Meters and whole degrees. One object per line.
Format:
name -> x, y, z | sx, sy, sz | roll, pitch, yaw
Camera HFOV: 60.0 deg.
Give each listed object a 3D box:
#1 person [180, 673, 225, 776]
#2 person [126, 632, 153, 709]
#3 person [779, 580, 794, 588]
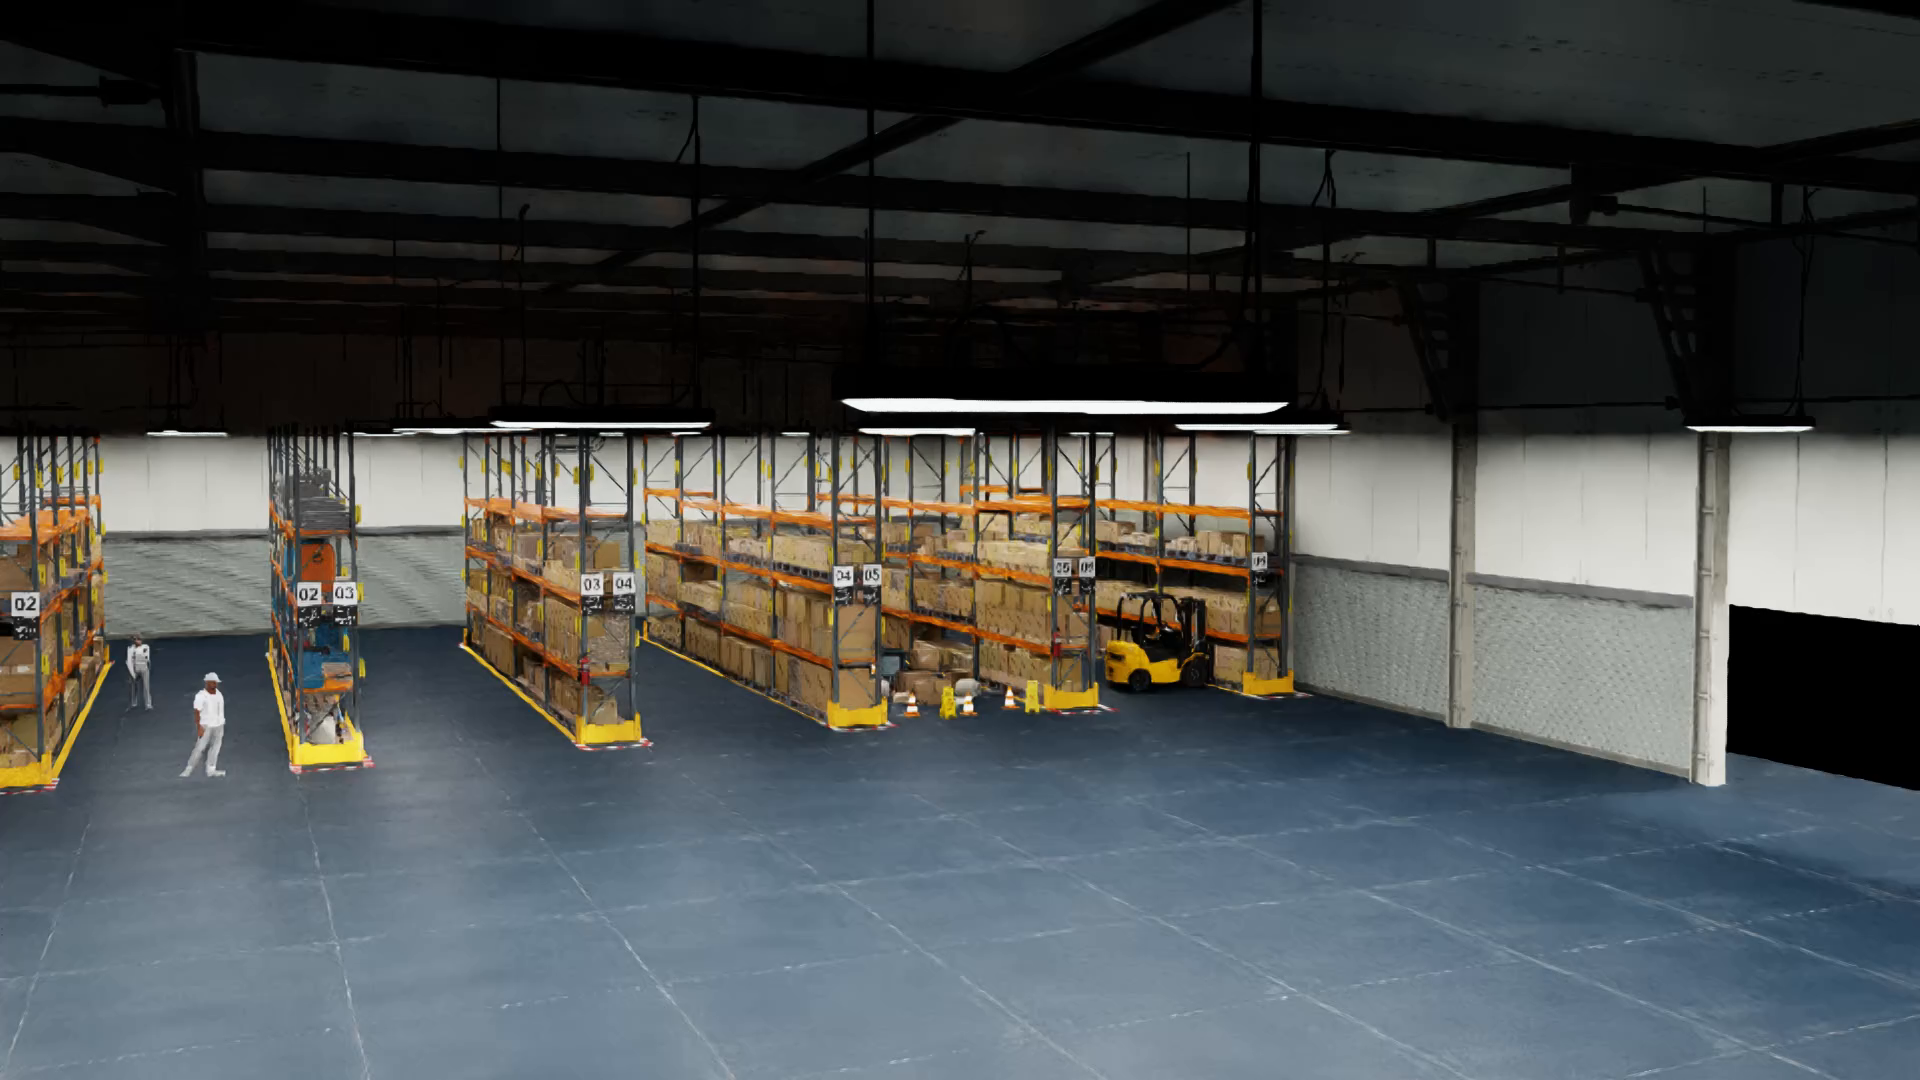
person -> -12.784, 3.128, 28.089 | 0.520, 1.758, 0.742 | 1, 4, 23
person -> -17.367, 2.746, 35.162 | 0.483, 1.621, 0.993 | -2, 4, -32
person -> -5.512, 1.656, 53.218 | 0.531, 1.650, 0.576 | 2, 4, 25
